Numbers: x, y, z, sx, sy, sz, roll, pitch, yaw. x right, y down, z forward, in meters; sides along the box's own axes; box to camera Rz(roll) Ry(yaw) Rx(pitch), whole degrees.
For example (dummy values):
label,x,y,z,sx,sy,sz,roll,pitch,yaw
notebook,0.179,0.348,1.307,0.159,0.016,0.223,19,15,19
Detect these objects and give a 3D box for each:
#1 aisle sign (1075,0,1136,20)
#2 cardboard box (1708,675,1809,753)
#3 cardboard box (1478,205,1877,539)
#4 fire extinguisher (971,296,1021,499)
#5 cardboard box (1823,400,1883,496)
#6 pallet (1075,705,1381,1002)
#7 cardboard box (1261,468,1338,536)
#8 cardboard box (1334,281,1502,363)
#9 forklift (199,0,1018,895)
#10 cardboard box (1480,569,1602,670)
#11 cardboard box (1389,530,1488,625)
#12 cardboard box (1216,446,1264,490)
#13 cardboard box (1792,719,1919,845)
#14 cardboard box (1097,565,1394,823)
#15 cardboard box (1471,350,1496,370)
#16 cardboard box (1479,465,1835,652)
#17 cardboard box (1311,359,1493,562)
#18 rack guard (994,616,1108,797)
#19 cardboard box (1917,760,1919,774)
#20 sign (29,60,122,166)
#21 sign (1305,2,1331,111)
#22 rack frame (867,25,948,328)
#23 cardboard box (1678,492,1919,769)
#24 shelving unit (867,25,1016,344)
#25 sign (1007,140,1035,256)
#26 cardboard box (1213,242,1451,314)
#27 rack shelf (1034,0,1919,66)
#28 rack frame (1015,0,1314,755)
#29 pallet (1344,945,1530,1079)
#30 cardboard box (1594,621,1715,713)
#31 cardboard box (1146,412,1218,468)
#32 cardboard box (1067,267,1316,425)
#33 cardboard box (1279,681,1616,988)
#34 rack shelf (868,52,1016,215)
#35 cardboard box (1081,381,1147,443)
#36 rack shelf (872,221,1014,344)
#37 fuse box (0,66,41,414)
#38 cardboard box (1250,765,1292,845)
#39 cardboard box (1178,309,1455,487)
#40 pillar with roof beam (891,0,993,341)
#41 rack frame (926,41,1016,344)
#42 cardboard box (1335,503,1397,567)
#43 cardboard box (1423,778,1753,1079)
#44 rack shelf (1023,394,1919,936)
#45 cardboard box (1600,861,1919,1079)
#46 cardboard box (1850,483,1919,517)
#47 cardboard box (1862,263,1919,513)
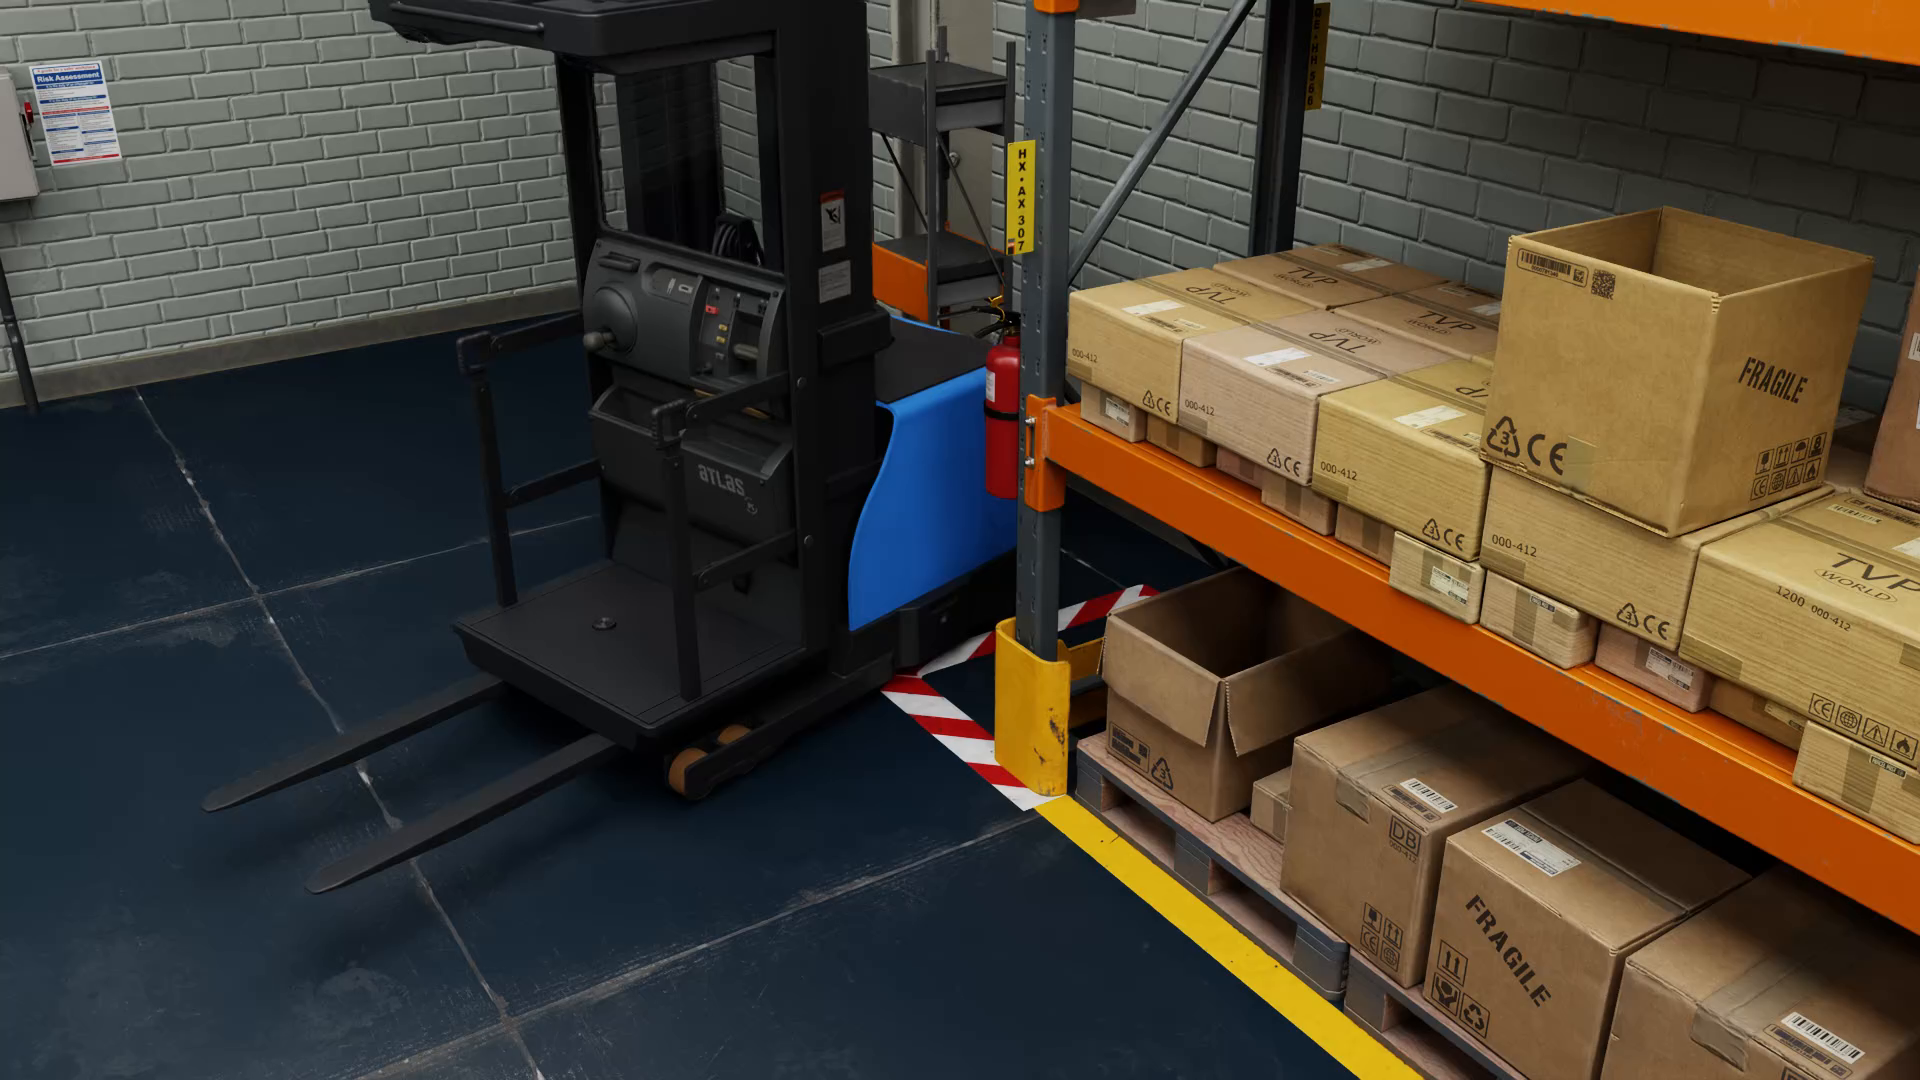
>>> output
label,x,y,z,sx,sy,sz,roll,pitch,yaw
aisle sign,0.351,-1.858,4.626,0.394,0.787,0.004,-16,29,-30
cardboard box,1.779,0.284,3.428,0.380,0.149,0.250,-15,29,-29
cardboard box,1.475,-0.370,3.470,0.500,0.500,0.500,-15,29,-28
fire extinguisher,0.166,-0.467,5.254,0.296,0.674,0.183,-16,29,-30
cardboard box,1.940,-0.140,3.860,0.500,0.250,0.500,-16,29,-30
pallet,1.111,0.847,5.209,1.003,0.211,1.213,-16,29,-30
cardboard box,1.020,-0.160,4.370,0.380,0.149,0.250,-15,29,-28
cardboard box,1.388,-0.505,4.634,0.500,0.250,0.500,-15,29,-29
forklift,-1.062,-0.718,5.338,1.130,2.935,3.031,20,32,36
cardboard box,1.406,0.131,3.754,0.380,0.149,0.250,-15,29,-28
cardboard box,1.245,0.041,3.943,0.380,0.149,0.250,-16,30,-31
cardboard box,0.934,-0.265,4.592,0.380,0.149,0.250,-16,30,-30
cardboard box,1.826,0.403,3.178,0.380,0.149,0.250,-16,30,-30
cardboard box,0.888,0.454,5.208,0.797,0.503,0.637,-17,30,-32
cardboard box,1.654,-0.327,4.257,0.500,0.250,0.500,-15,29,-28
cardboard box,1.508,-0.029,3.625,0.500,0.250,0.500,-16,30,-31
cardboard box,1.211,-0.207,4.002,0.500,0.250,0.500,-16,30,-31
rack guard,0.675,0.431,5.750,1.175,0.500,0.348,-16,29,-30
cardboard box,2.049,0.337,2.850,0.500,0.250,0.500,-15,29,-29
sign,-4.480,-2.163,8.429,0.329,0.494,0.001,-16,29,-30
sign,1.110,-1.515,5.219,0.100,0.325,0.005,-16,29,-30
rack frame,-0.223,-1.096,7.112,0.400,2.100,0.015,-16,29,-30
cardboard box,1.788,0.155,3.234,0.500,0.250,0.500,-16,30,-30
shelving unit,-0.090,-1.009,6.928,0.431,2.100,0.503,-16,29,-30
sign,0.179,-0.991,4.822,0.100,0.325,0.005,-16,29,-30
cardboard box,1.107,-0.690,5.025,0.500,0.250,0.500,-15,29,-28
rack shelf,1.726,-1.042,3.272,1.077,0.370,4.000,-16,29,-30
rack frame,0.634,-0.726,5.274,1.000,3.000,0.127,-16,29,-30
pallet,1.773,1.283,4.285,1.003,0.211,1.213,-16,29,-30
cardboard box,1.605,0.207,3.592,0.380,0.149,0.250,-16,29,-30
cardboard box,0.761,-0.351,4.774,0.380,0.149,0.250,-15,29,-28
cardboard box,0.656,-0.568,4.766,0.500,0.250,0.500,-15,29,-29
cardboard box,1.323,0.770,4.541,0.700,0.500,0.500,-14,29,-27
rack shelf,-0.090,-1.630,6.634,0.431,0.518,0.480,-16,29,-30
cardboard box,0.584,-0.431,4.944,0.380,0.149,0.250,-16,30,-30
rack shelf,-0.090,-0.997,6.933,0.431,0.518,0.480,-16,29,-30
fuse box,-4.781,-1.434,8.284,0.539,1.711,0.414,-16,29,-30
cardboard box,1.088,0.775,4.942,0.380,0.149,0.250,-17,30,-32
cardboard box,0.931,-0.387,4.384,0.500,0.250,0.500,-15,29,-29
pillar with roof beam,-3.690,-3.610,4.356,9.100,9.000,0.400,-16,29,-30
rack frame,0.044,-0.922,6.743,0.400,2.100,0.015,-16,29,-30
cardboard box,1.170,-0.067,4.172,0.380,0.149,0.250,-15,29,-29
cardboard box,1.527,0.982,4.091,0.500,0.500,0.500,-15,29,-29
rack shelf,1.726,0.315,3.913,1.077,0.370,4.000,-16,29,-30
cardboard box,1.889,1.141,3.755,0.700,0.500,0.500,-17,30,-31
cardboard box,2.214,0.035,3.489,0.500,0.250,0.500,-15,29,-28
cardboard box,2.228,-0.296,3.312,0.500,0.500,0.500,-16,30,-31
